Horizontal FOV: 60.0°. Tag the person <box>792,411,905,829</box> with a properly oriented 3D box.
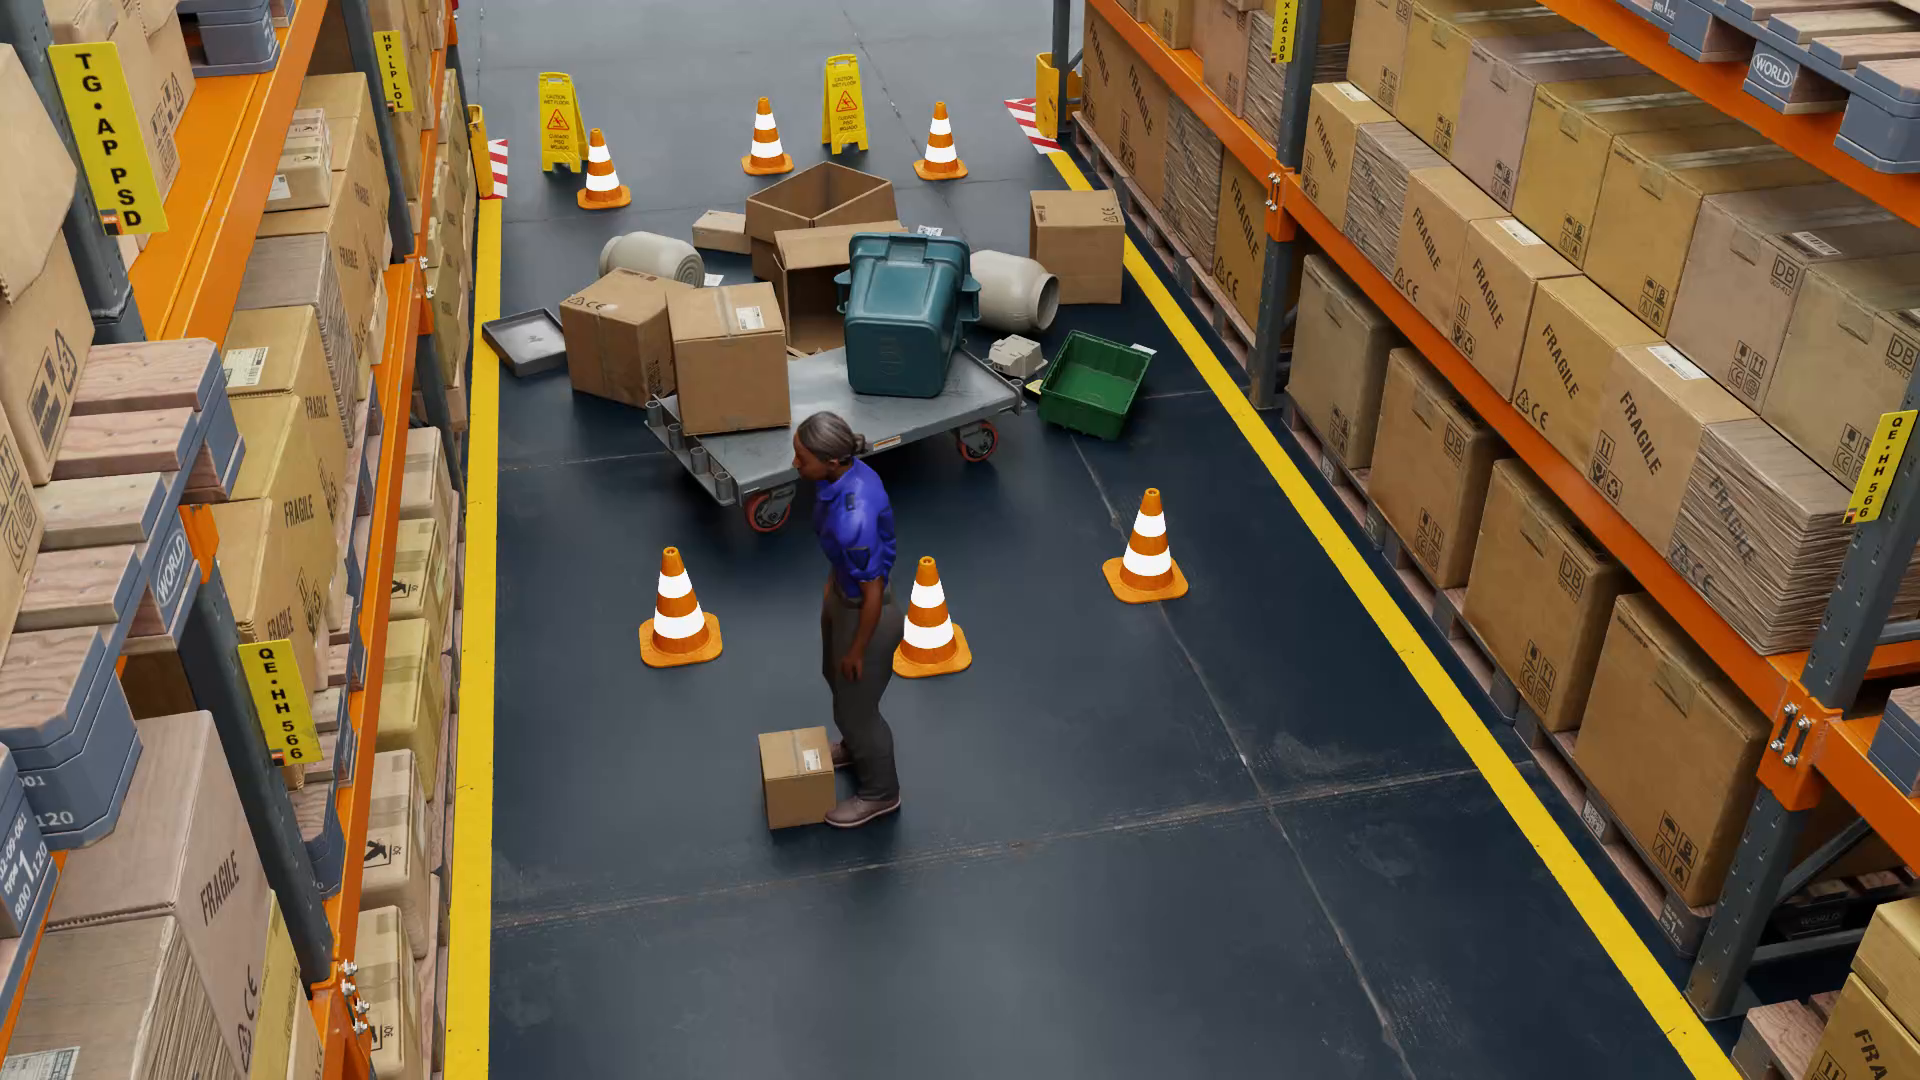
[{"bbox_3d":[-0.377,0.258,5.773,0.349,1.655,0.509,-7,35,-11],"label":"person"}]
